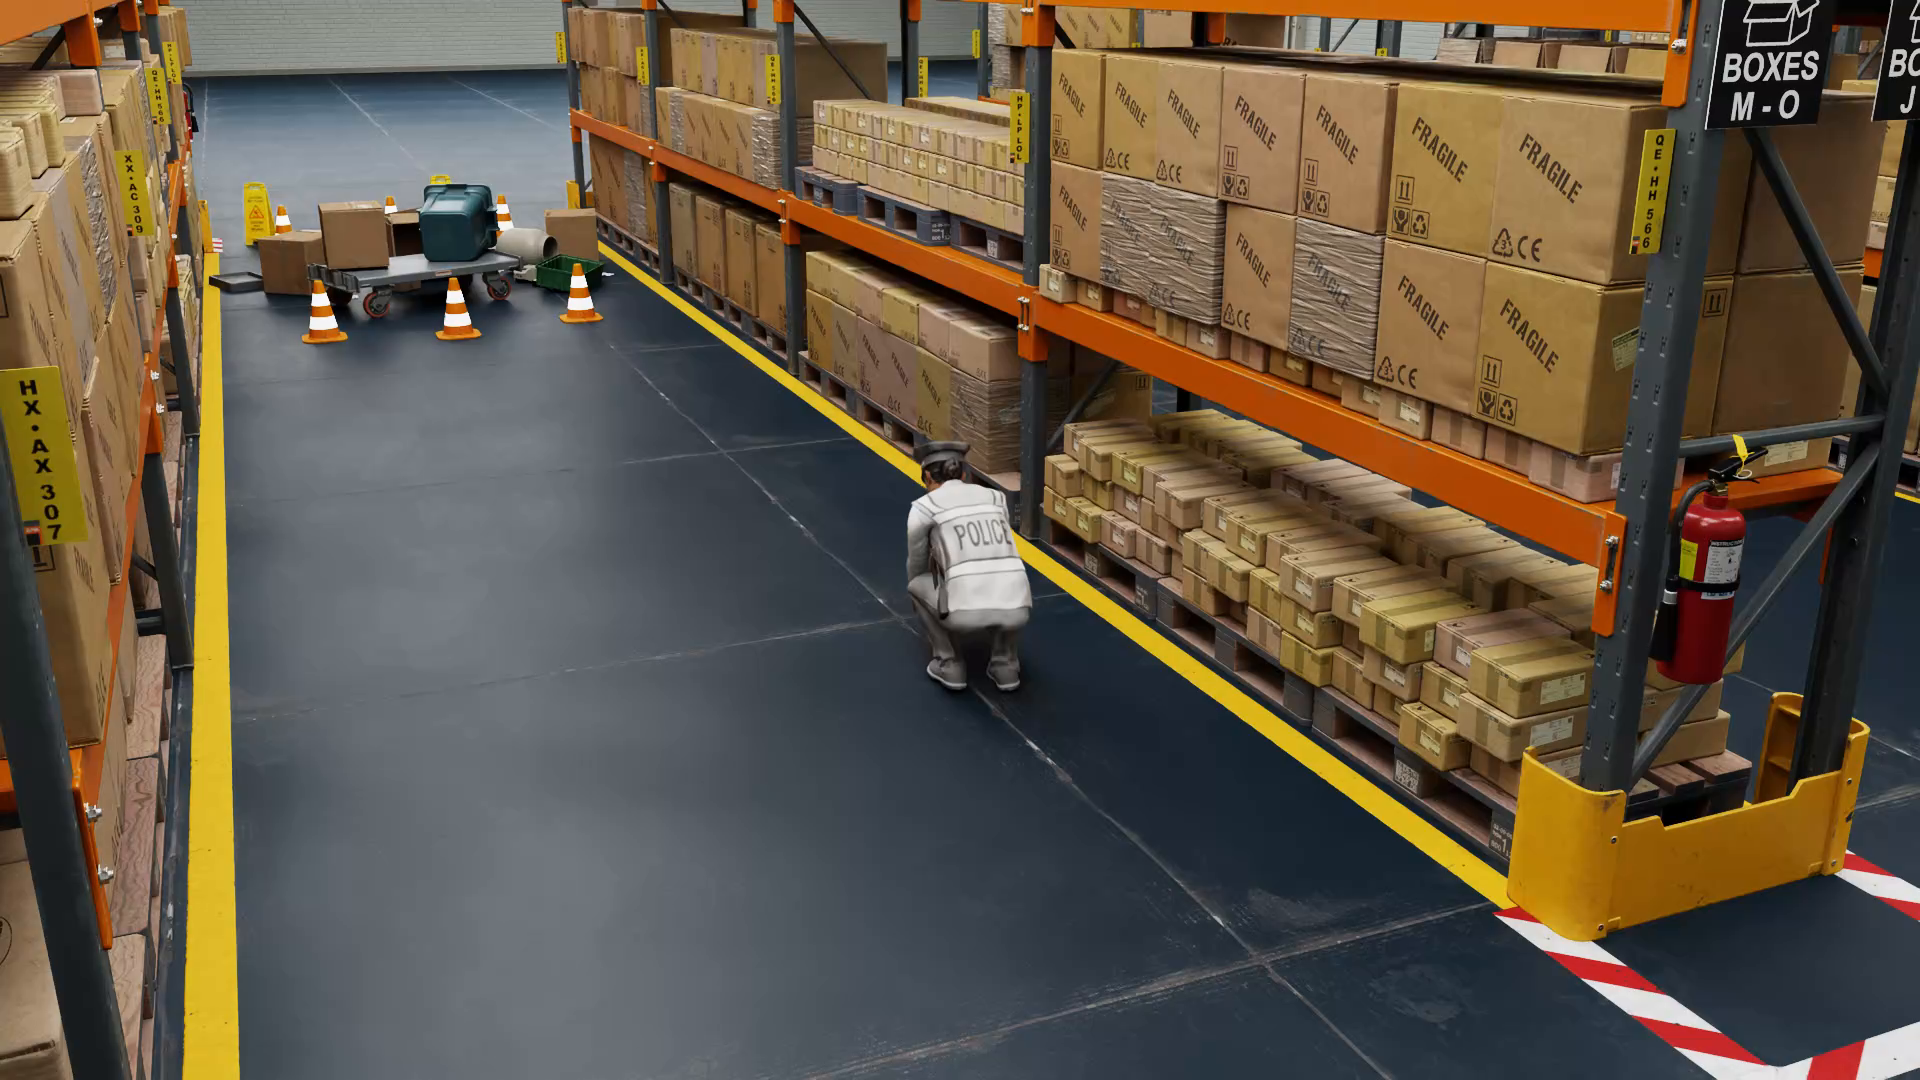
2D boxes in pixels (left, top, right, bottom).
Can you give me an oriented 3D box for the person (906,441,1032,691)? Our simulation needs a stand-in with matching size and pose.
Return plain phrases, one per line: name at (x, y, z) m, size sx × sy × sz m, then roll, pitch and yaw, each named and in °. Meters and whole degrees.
person at (0.018, 0.094, 6.876) m, size 0.469 × 0.976 × 0.847 m, roll -5°, pitch 20°, yaw -14°
